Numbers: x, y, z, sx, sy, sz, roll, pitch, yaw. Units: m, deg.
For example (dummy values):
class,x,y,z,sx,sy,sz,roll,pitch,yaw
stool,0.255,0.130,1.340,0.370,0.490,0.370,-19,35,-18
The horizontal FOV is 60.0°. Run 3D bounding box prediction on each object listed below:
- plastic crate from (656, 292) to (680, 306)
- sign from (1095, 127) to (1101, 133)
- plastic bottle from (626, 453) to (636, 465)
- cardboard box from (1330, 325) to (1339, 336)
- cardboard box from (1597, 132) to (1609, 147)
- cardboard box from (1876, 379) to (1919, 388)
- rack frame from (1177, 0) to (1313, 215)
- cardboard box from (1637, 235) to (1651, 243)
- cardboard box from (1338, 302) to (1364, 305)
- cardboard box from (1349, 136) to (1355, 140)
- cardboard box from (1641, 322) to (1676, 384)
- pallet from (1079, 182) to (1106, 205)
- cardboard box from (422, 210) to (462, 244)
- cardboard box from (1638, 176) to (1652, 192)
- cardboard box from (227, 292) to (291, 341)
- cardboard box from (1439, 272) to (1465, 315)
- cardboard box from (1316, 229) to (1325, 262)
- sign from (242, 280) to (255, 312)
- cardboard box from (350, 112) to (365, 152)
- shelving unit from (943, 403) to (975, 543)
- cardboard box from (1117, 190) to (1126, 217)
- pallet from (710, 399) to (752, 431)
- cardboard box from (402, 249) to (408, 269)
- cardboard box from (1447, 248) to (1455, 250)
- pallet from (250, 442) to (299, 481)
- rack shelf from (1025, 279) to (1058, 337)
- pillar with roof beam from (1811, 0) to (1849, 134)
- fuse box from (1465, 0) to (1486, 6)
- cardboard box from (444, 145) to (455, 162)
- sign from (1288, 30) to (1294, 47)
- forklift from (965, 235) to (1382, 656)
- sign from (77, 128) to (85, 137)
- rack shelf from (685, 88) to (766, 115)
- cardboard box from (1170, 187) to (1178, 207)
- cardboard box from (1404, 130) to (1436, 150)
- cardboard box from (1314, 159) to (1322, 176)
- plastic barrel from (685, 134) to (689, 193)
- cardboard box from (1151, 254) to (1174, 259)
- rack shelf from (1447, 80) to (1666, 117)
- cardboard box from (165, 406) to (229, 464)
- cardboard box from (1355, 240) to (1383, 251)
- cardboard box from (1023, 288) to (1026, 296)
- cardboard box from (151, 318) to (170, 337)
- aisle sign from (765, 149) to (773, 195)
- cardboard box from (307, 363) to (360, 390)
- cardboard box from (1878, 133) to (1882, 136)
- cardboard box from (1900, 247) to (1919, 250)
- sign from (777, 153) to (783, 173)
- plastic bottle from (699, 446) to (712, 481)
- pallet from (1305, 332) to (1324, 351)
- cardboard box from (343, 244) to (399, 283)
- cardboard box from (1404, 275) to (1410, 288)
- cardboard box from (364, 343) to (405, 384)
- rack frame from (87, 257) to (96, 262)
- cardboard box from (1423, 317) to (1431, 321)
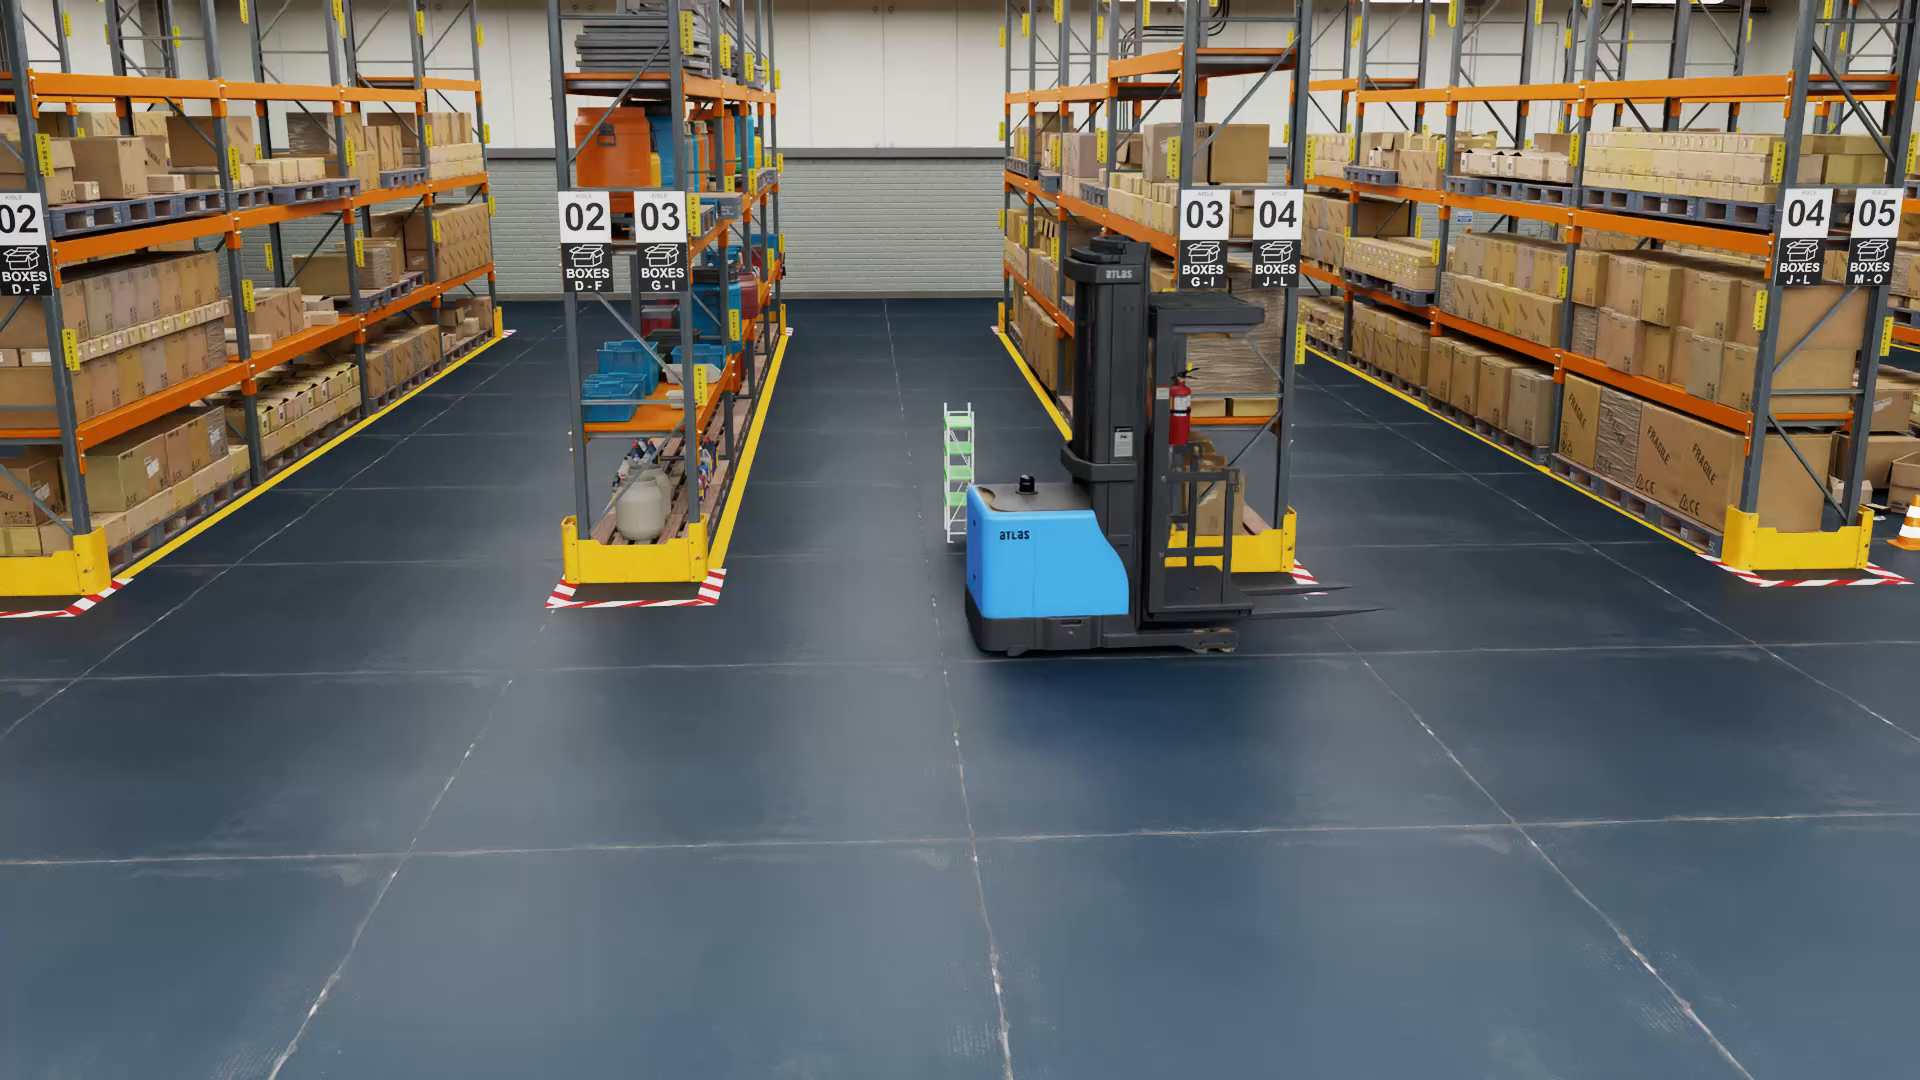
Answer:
class,x,y,z,sx,sy,sz,roll,pitch,yaw
plastic crate,-3.370,-2.735,19.730,0.402,0.464,0.583,-1,14,-3
sign,2.072,-6.048,25.047,0.100,0.325,0.005,-1,14,-3
plastic bottle,-3.243,-0.686,16.329,0.144,0.351,0.185,-1,14,-4
cardboard box,6.121,-3.340,26.494,0.380,0.149,0.250,-2,15,-6
cardboard box,6.683,-4.053,16.824,0.380,0.149,0.250,-1,14,-4
cardboard box,11.790,-1.758,20.493,0.950,0.372,0.625,0,14,-2
rack frame,2.274,-4.102,13.135,1.000,3.000,0.127,-1,14,-3
cardboard box,11.117,-4.980,26.379,0.500,0.500,0.500,-1,14,-4
cardboard box,6.651,-3.954,28.281,0.380,0.149,0.250,0,14,-1
cardboard box,6.195,-6.122,25.501,0.380,0.149,0.250,-2,15,-6
cardboard box,7.123,-1.822,16.009,0.875,0.550,0.500,-1,14,-3
pallet,2.027,-3.967,19.004,1.213,0.211,1.003,-1,14,-3
cardboard box,-8.169,-4.940,26.222,0.500,0.500,0.500,-1,14,-5
cardboard box,6.747,-3.414,15.939,0.380,0.149,0.250,-1,14,-3
cardboard box,-7.956,-2.535,18.883,0.500,0.500,0.500,-1,14,-3
cardboard box,6.494,-3.171,21.353,0.500,0.500,0.500,-1,14,-3
cardboard box,6.115,-4.794,27.066,0.500,0.500,0.500,-1,14,-4
sign,-7.307,-2.506,17.076,0.100,0.325,0.005,-1,14,-3
cardboard box,-8.193,-5.382,21.922,0.500,0.500,0.500,-1,14,-3
shelving unit,-0.010,-0.622,15.260,0.258,1.200,0.503,-1,14,-3
cardboard box,1.836,-3.325,16.433,0.500,0.250,0.500,-1,14,-4
pallet,-3.156,-1.567,20.915,1.003,0.211,1.213,-1,14,-3
cardboard box,-8.644,-4.198,25.347,0.500,0.500,0.500,-1,14,-3
cardboard box,6.835,-3.987,23.193,0.380,0.149,0.250,0,14,-1
pallet,-7.946,-0.872,18.216,1.003,0.211,1.213,-1,14,-3
rack shelf,1.655,-3.336,23.639,1.077,0.370,4.000,-1,14,-3
pillar with roof beam,12.564,-8.930,31.899,9.100,9.000,0.400,-1,14,-3
fuse box,10.550,-11.176,34.205,0.513,0.334,0.176,-1,14,-3
cardboard box,-8.191,-6.025,25.926,0.500,0.250,0.500,-1,14,-3
sign,5.698,-8.615,28.642,0.100,0.325,0.005,-1,14,-3
forklift,1.595,-0.728,12.197,3.031,2.935,1.130,-2,15,-7
sign,-12.760,-5.818,24.155,0.100,0.325,0.005,-1,14,-3
rack shelf,-3.289,-5.971,22.644,1.077,0.370,4.000,-1,14,-3
cardboard box,1.945,-2.834,13.728,0.380,0.149,0.250,-1,14,-3
cardboard box,6.351,-5.526,22.952,0.396,0.266,0.258,-1,14,-3
cardboard box,6.106,-6.105,27.238,0.500,0.250,0.500,-1,14,-4
plastic barrel,-3.165,-3.934,17.494,0.600,0.901,0.708,-1,14,-3
cardboard box,1.863,-2.504,16.158,0.500,0.500,0.500,-1,14,-3
rack shelf,6.859,-5.104,19.274,1.077,0.370,4.000,-1,14,-3
cardboard box,-7.595,-1.038,16.436,0.500,0.500,0.500,-1,14,-3
cardboard box,6.089,-4.365,24.661,0.380,0.149,0.250,-1,14,-3
cardboard box,1.514,-3.745,27.207,0.875,0.875,0.875,-1,14,-3
cardboard box,-7.534,-1.956,15.331,0.380,0.149,0.250,0,14,-2
aisle sign,-3.373,-6.381,28.815,0.394,0.787,0.004,-1,14,-3
cardboard box,-7.831,-2.052,20.754,0.500,0.311,0.500,-1,14,-2
cardboard box,15.962,-6.807,28.369,0.500,0.250,0.500,-1,14,-4
cardboard box,12.050,-3.373,20.699,0.500,0.500,0.500,-2,15,-7
sign,-3.113,-6.514,28.739,0.100,0.325,0.005,-1,14,-3
plastic bottle,-2.558,-0.762,16.625,0.144,0.351,0.185,-1,14,-4
pallet,6.332,-3.353,27.859,1.003,0.211,1.213,-1,14,-3
cardboard box,-8.186,-3.843,23.123,0.700,0.500,0.500,-5,15,-18
cardboard box,6.232,-3.497,22.484,0.380,0.149,0.250,-1,14,-4
cardboard box,-7.916,-2.410,22.730,0.500,0.500,0.500,-1,14,-4
rack frame,-13.301,-3.952,24.591,1.000,3.000,0.127,-1,14,-3
cardboard box,6.885,-3.019,23.632,0.500,0.250,0.500,-1,14,-3
